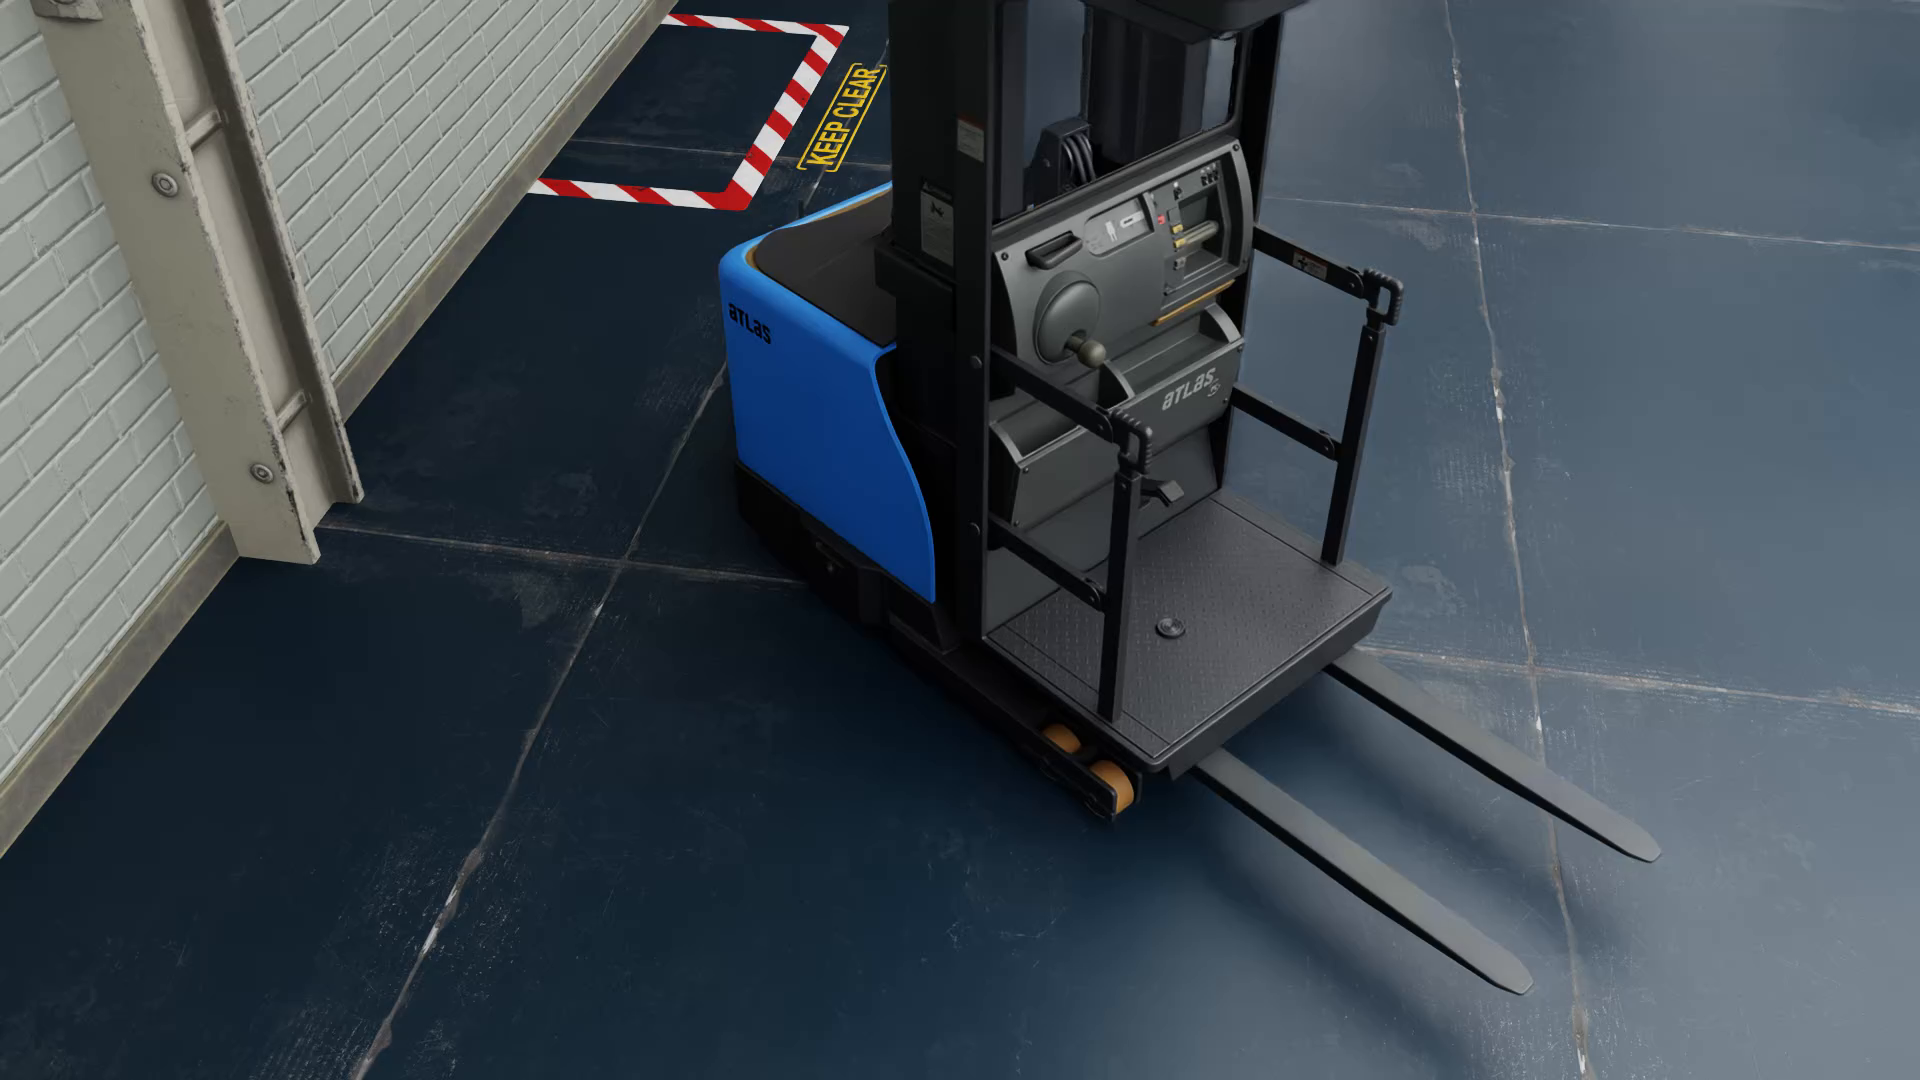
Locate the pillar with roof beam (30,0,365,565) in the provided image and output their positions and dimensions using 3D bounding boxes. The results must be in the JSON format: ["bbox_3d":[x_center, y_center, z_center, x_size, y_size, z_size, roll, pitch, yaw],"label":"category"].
[{"bbox_3d":[1.927,-3.051,2.378,9.100,9.000,0.400,6,40,8],"label":"pillar with roof beam"}]

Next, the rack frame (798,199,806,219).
[{"bbox_3d":[-0.452,-0.802,6.014,0.240,0.900,0.006,17,42,19],"label":"rack frame"}]

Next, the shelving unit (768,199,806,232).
[{"bbox_3d":[-0.495,-0.744,5.943,0.258,0.900,0.210,17,42,19],"label":"shelving unit"}]

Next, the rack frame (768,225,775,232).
[{"bbox_3d":[-0.538,-0.685,5.872,0.240,0.900,0.006,17,42,19],"label":"rack frame"}]

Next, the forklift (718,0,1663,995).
[{"bbox_3d":[0.597,-0.703,4.300,1.130,2.935,3.031,-30,48,-31],"label":"forklift"}]
